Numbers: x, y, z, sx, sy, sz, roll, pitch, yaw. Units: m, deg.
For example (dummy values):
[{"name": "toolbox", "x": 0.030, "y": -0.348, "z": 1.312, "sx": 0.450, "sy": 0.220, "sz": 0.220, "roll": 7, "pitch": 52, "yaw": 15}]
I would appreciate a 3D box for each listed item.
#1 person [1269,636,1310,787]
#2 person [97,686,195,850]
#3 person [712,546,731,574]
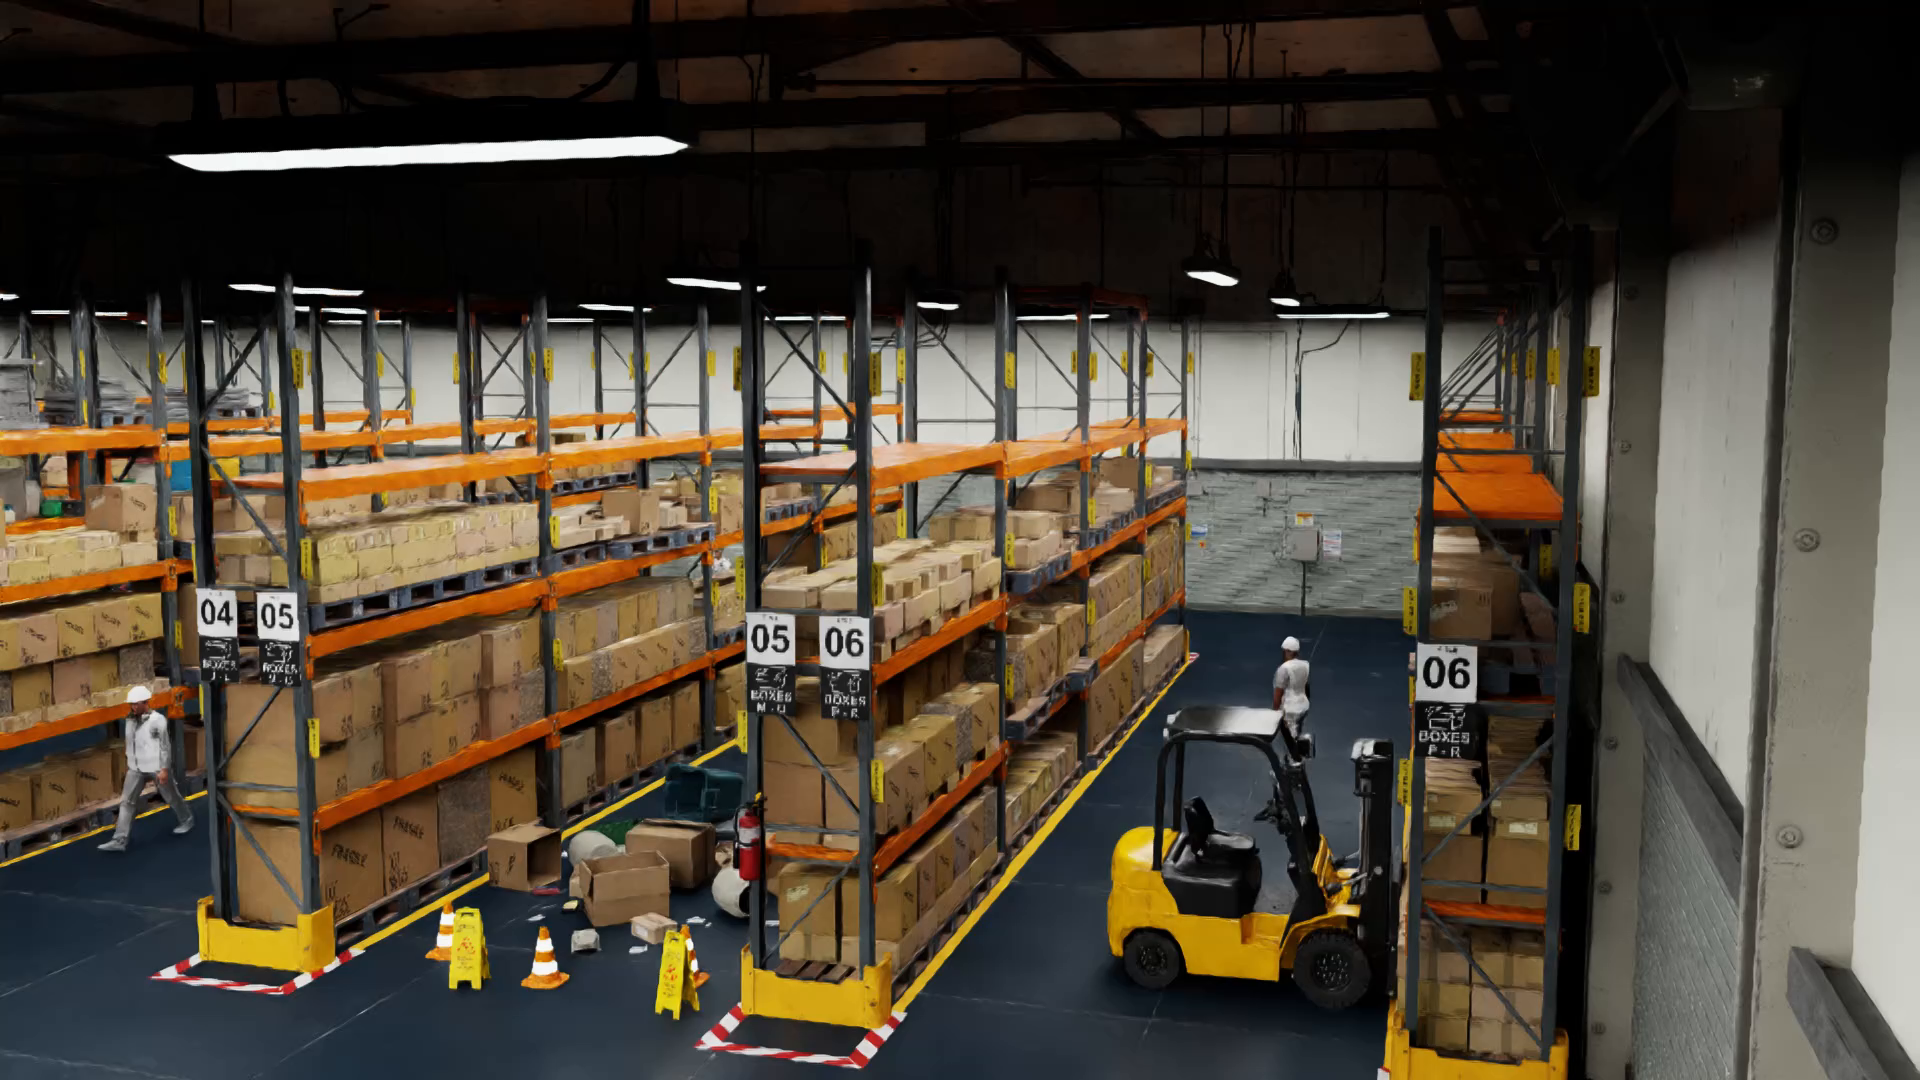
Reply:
[{"name": "person", "x": 3.941, "y": 2.035, "z": 19.963, "sx": 0.584, "sy": 1.782, "sz": 0.678, "roll": 6, "pitch": 8, "yaw": 41}, {"name": "person", "x": -8.540, "y": 2.360, "z": 17.482, "sx": 0.530, "sy": 1.700, "sz": 1.119, "roll": 2, "pitch": 7, "yaw": 14}, {"name": "person", "x": -4.473, "y": 0.861, "z": 31.202, "sx": 0.500, "sy": 1.625, "sz": 0.988, "roll": 2, "pitch": 7, "yaw": 15}]
